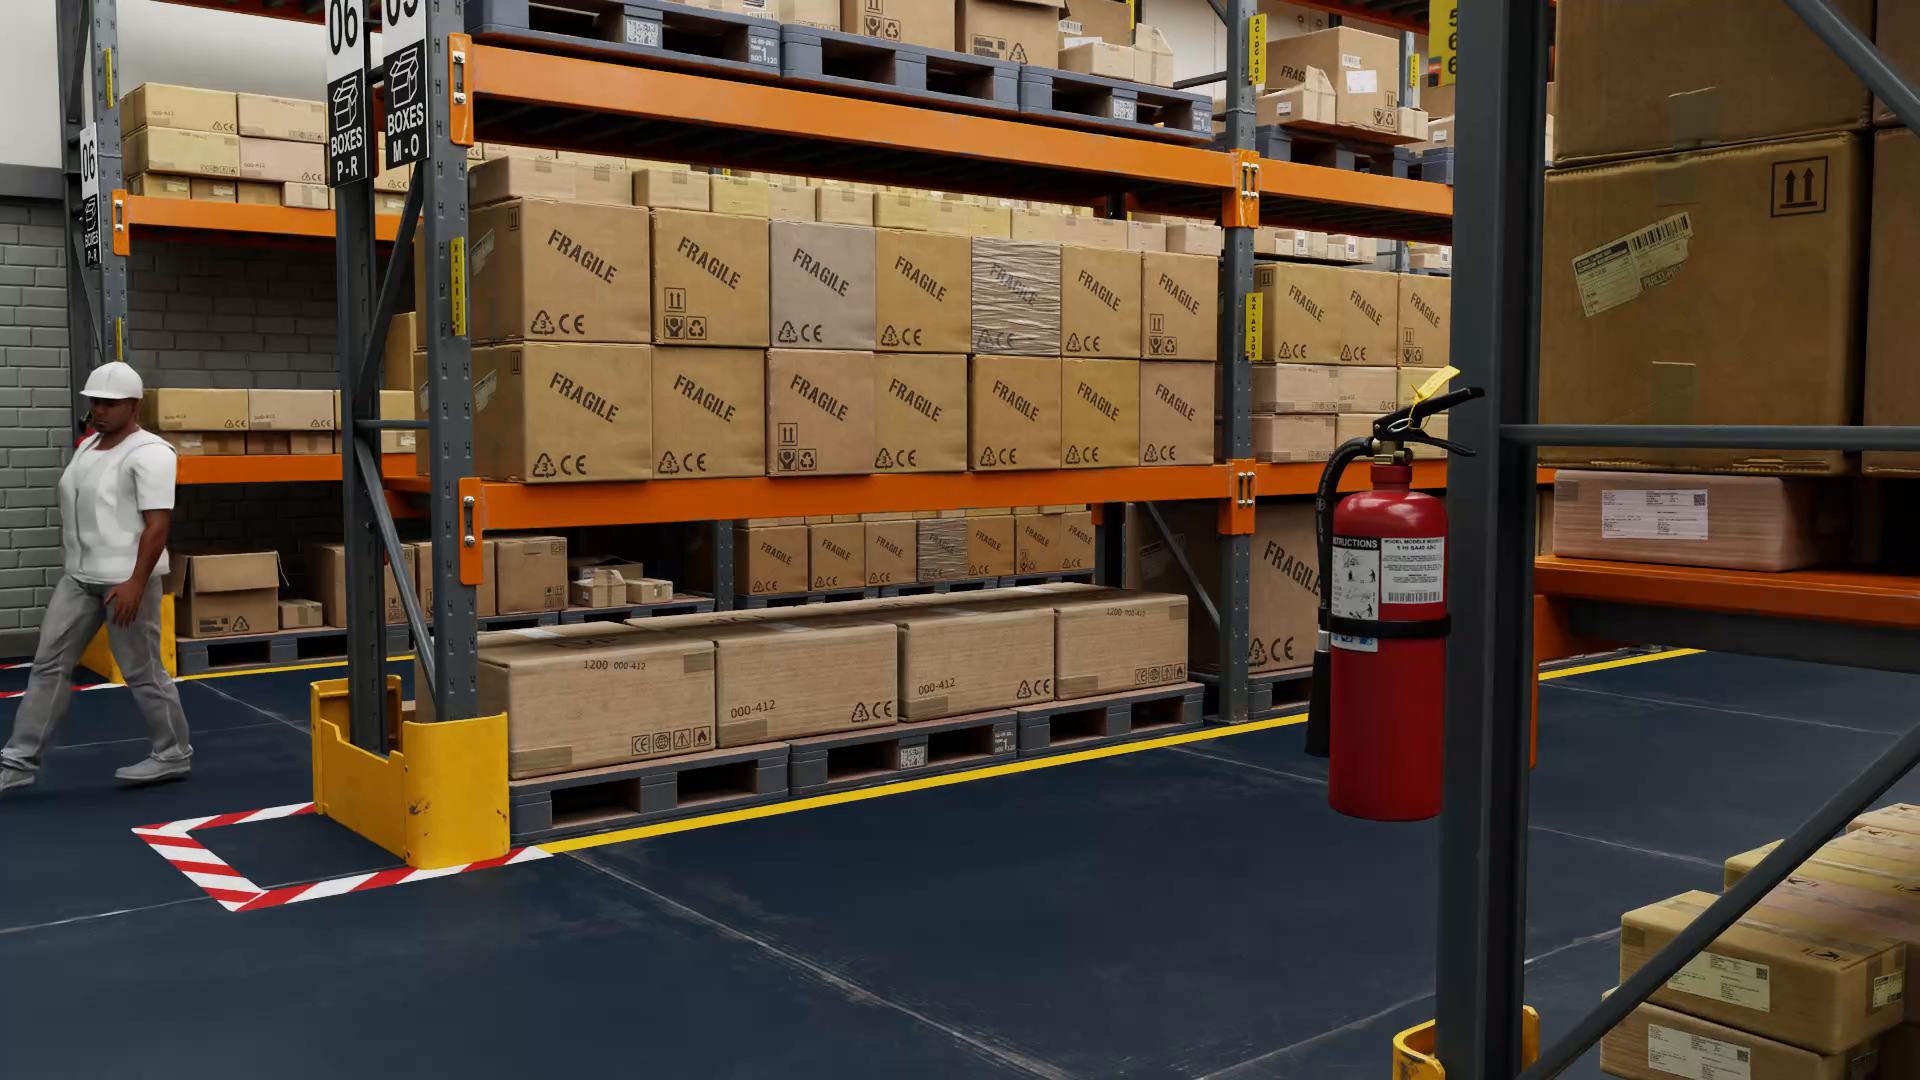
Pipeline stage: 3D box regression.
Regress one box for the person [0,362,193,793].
[{"bbox_3d":[-3.532,0.149,6.701,0.666,1.733,0.852,2,5,28],"label":"person"}]
